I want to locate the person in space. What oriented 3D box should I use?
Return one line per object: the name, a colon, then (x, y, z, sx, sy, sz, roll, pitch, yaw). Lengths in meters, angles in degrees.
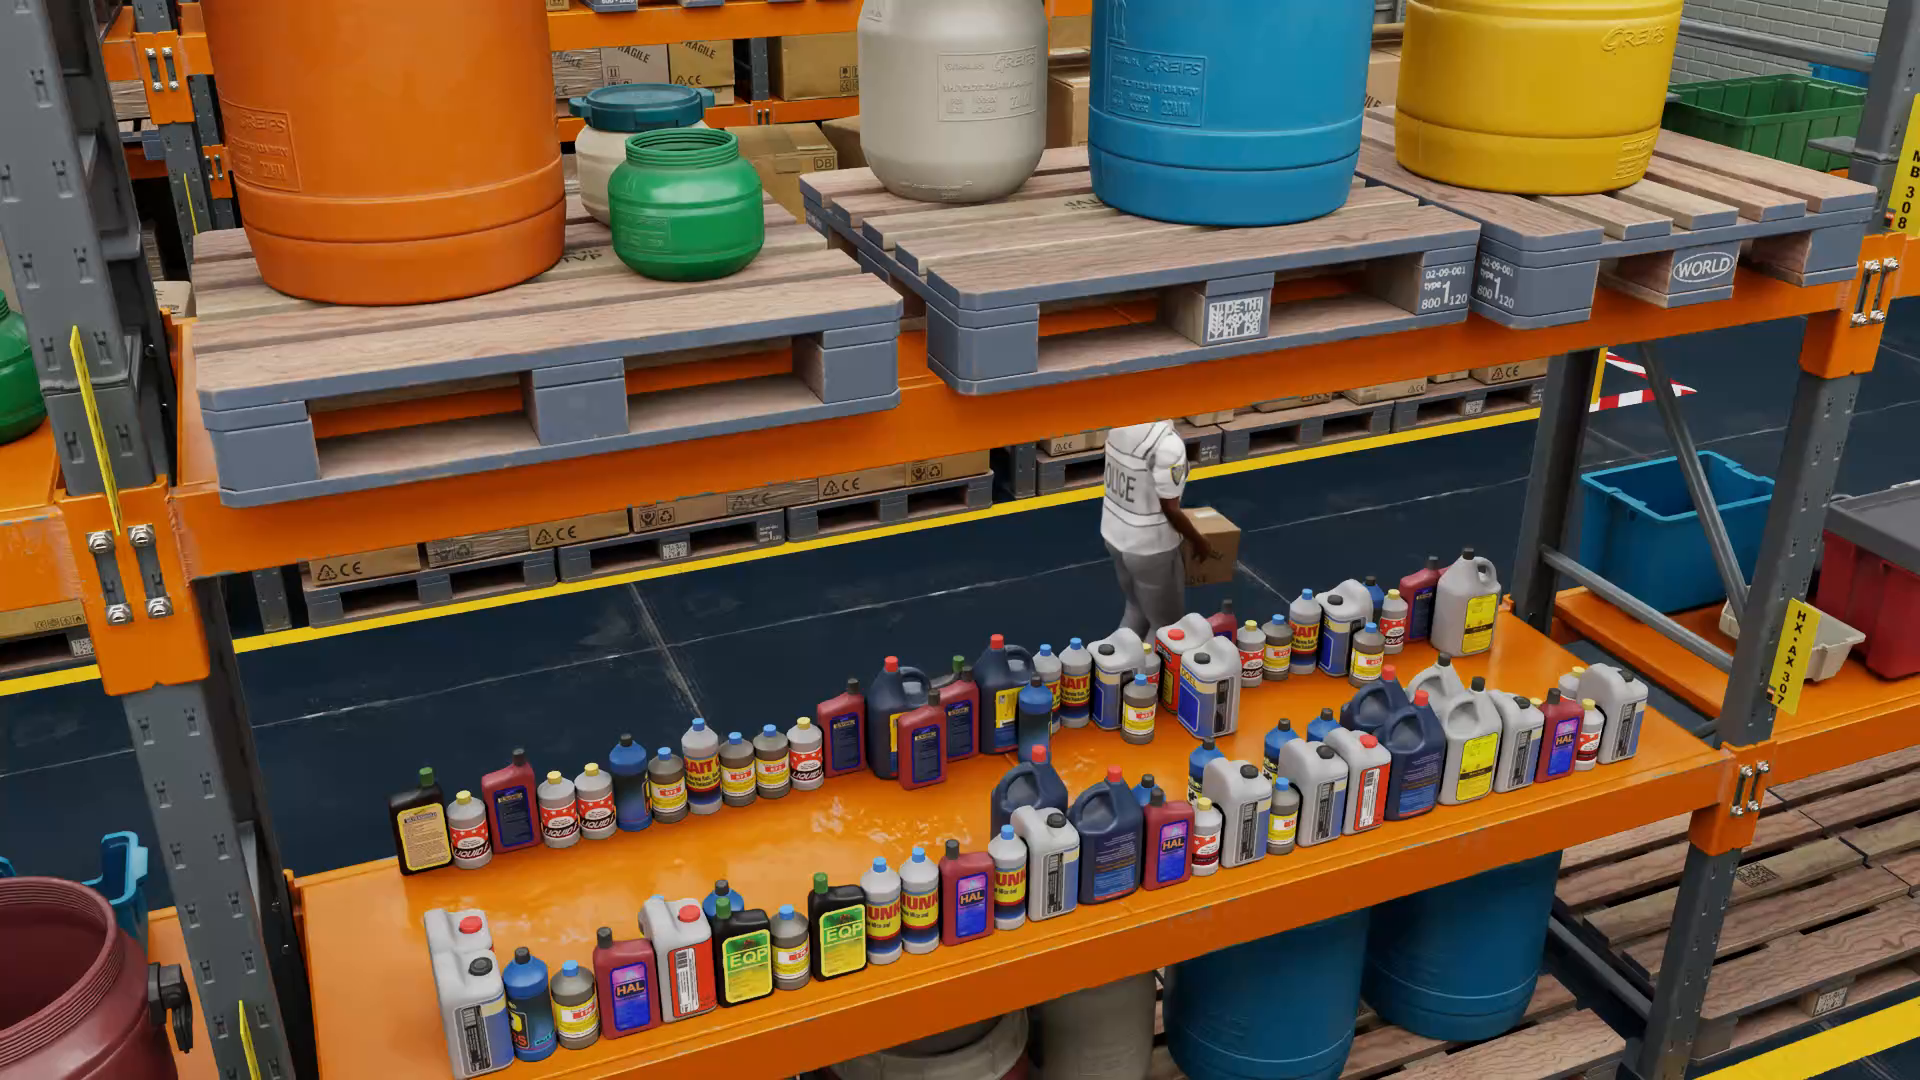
person: (0.825, -0.003, 7.094, 0.421, 1.682, 0.481, -11, 28, -21)
